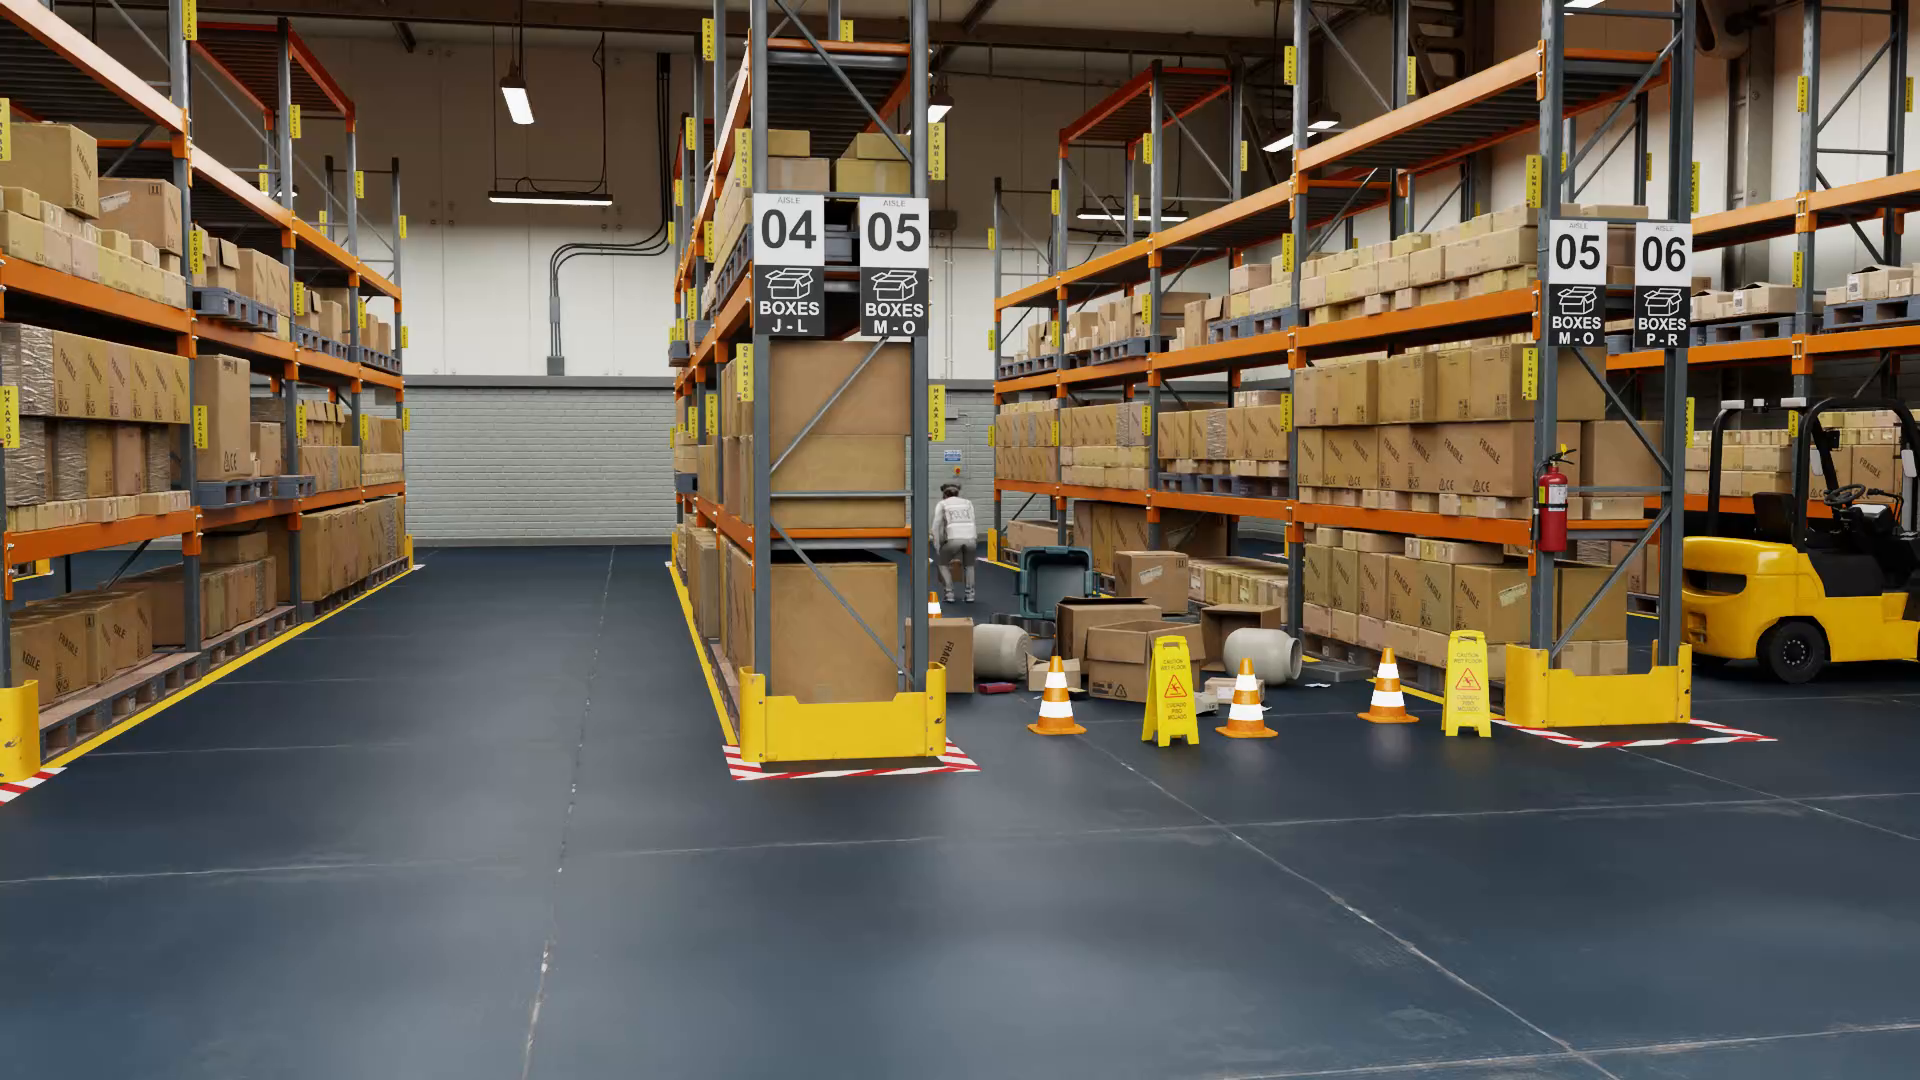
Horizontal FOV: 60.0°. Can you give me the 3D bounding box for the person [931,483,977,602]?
[{"bbox_3d":[-0.061,0.032,19.278,0.535,1.376,0.708,-1,3,-11],"label":"person"}]
